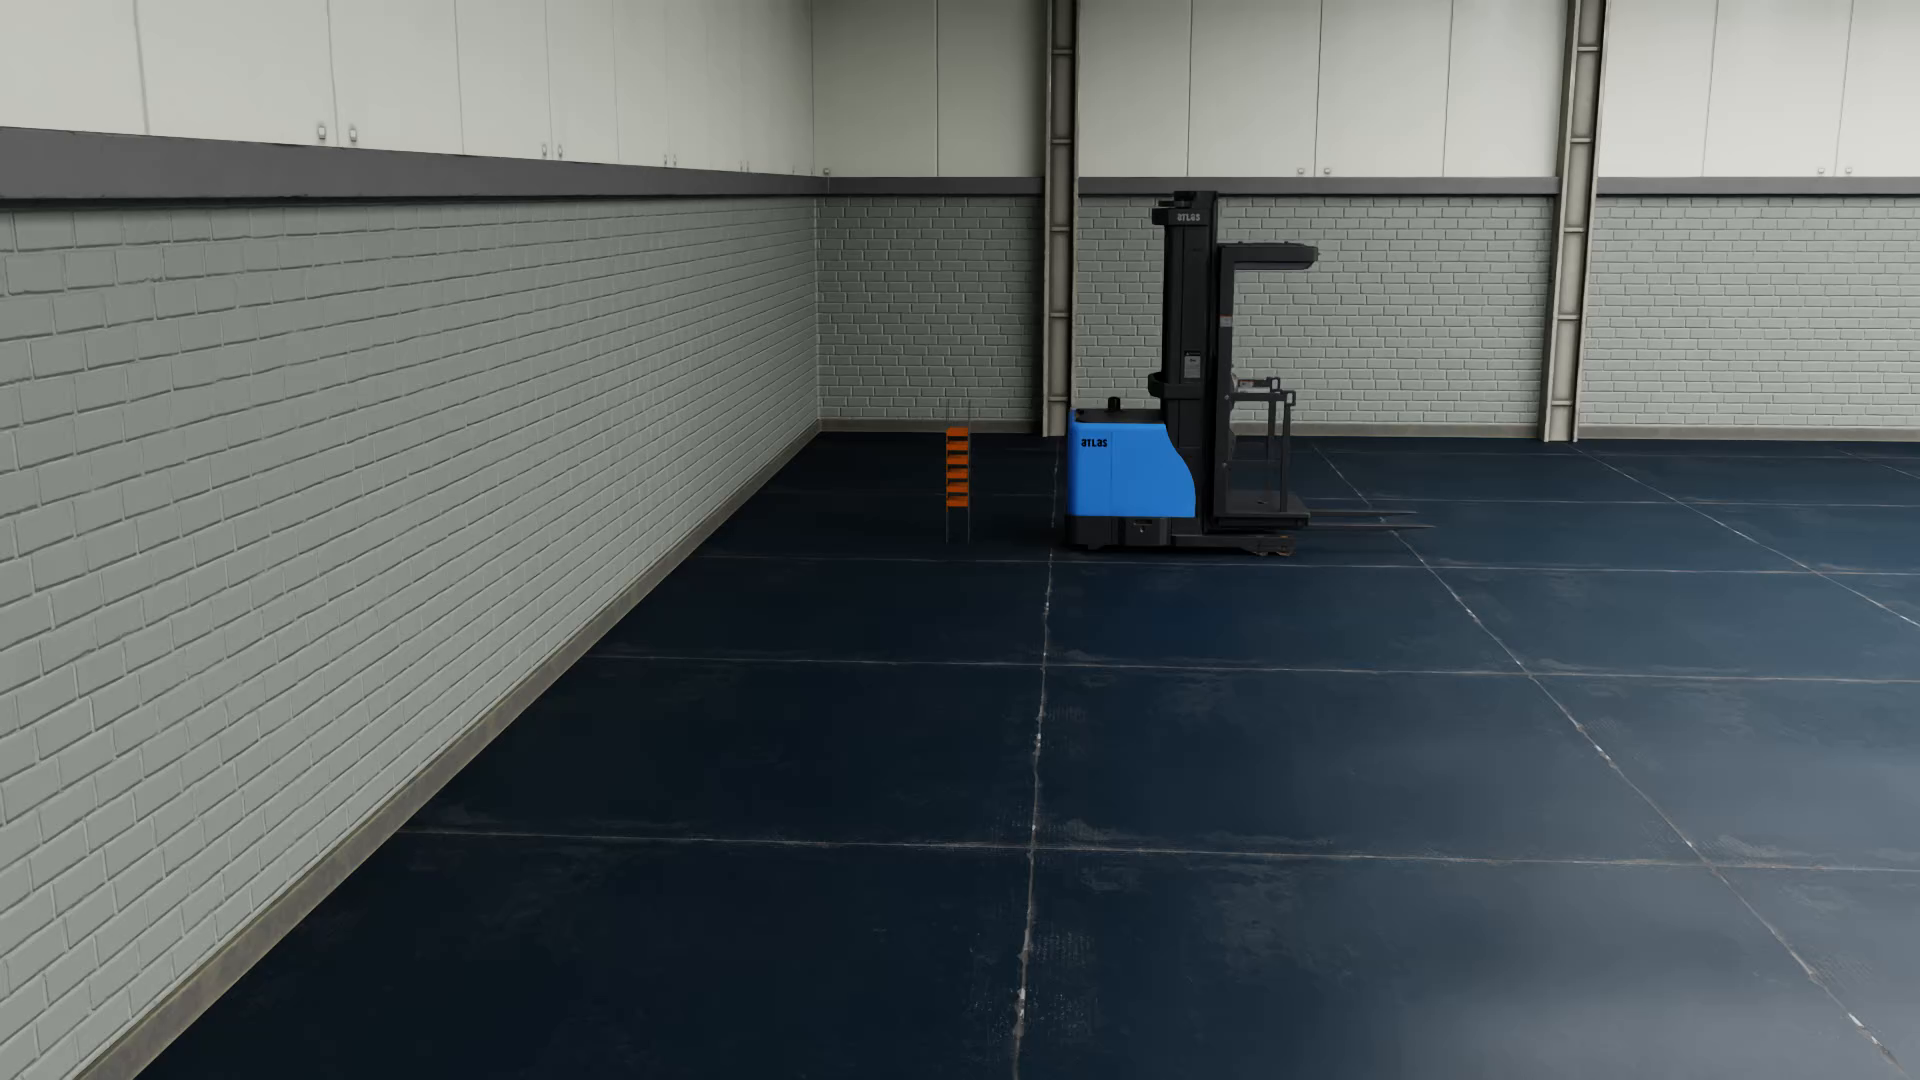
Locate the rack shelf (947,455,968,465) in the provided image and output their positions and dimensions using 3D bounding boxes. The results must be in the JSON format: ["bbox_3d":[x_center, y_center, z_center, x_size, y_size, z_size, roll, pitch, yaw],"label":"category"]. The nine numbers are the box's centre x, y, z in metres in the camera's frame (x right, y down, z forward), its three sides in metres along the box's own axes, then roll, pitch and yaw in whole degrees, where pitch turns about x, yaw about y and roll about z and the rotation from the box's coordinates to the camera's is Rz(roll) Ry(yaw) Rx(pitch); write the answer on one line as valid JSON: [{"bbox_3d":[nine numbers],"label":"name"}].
[{"bbox_3d":[-0.014,-0.661,14.131,0.180,0.103,0.258,1,12,4],"label":"rack shelf"}]

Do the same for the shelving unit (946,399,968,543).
[{"bbox_3d":[-0.017,-0.588,14.146,0.184,1.200,0.258,1,12,4],"label":"shelving unit"}]

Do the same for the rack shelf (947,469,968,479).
[{"bbox_3d":[-0.014,-0.544,14.155,0.180,0.103,0.258,1,12,4],"label":"rack shelf"}]

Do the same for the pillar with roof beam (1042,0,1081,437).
[{"bbox_3d":[0.924,-4.817,15.317,0.400,9.000,9.100,1,12,4],"label":"pillar with roof beam"}]

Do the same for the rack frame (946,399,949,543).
[{"bbox_3d":[-0.106,-0.589,14.152,0.006,1.200,0.240,1,12,4],"label":"rack frame"}]

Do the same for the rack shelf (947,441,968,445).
[{"bbox_3d":[-0.014,-0.806,14.101,0.171,0.034,0.221,1,12,4],"label":"rack shelf"}]

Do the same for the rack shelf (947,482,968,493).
[{"bbox_3d":[-0.014,-0.427,14.180,0.180,0.103,0.258,1,12,4],"label":"rack shelf"}]

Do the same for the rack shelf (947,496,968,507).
[{"bbox_3d":[-0.014,-0.309,14.204,0.180,0.103,0.258,1,12,4],"label":"rack shelf"}]

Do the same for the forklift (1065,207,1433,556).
[{"bbox_3d":[2.412,-1.350,13.889,3.031,2.797,1.129,1,12,4],"label":"forklift"}]
